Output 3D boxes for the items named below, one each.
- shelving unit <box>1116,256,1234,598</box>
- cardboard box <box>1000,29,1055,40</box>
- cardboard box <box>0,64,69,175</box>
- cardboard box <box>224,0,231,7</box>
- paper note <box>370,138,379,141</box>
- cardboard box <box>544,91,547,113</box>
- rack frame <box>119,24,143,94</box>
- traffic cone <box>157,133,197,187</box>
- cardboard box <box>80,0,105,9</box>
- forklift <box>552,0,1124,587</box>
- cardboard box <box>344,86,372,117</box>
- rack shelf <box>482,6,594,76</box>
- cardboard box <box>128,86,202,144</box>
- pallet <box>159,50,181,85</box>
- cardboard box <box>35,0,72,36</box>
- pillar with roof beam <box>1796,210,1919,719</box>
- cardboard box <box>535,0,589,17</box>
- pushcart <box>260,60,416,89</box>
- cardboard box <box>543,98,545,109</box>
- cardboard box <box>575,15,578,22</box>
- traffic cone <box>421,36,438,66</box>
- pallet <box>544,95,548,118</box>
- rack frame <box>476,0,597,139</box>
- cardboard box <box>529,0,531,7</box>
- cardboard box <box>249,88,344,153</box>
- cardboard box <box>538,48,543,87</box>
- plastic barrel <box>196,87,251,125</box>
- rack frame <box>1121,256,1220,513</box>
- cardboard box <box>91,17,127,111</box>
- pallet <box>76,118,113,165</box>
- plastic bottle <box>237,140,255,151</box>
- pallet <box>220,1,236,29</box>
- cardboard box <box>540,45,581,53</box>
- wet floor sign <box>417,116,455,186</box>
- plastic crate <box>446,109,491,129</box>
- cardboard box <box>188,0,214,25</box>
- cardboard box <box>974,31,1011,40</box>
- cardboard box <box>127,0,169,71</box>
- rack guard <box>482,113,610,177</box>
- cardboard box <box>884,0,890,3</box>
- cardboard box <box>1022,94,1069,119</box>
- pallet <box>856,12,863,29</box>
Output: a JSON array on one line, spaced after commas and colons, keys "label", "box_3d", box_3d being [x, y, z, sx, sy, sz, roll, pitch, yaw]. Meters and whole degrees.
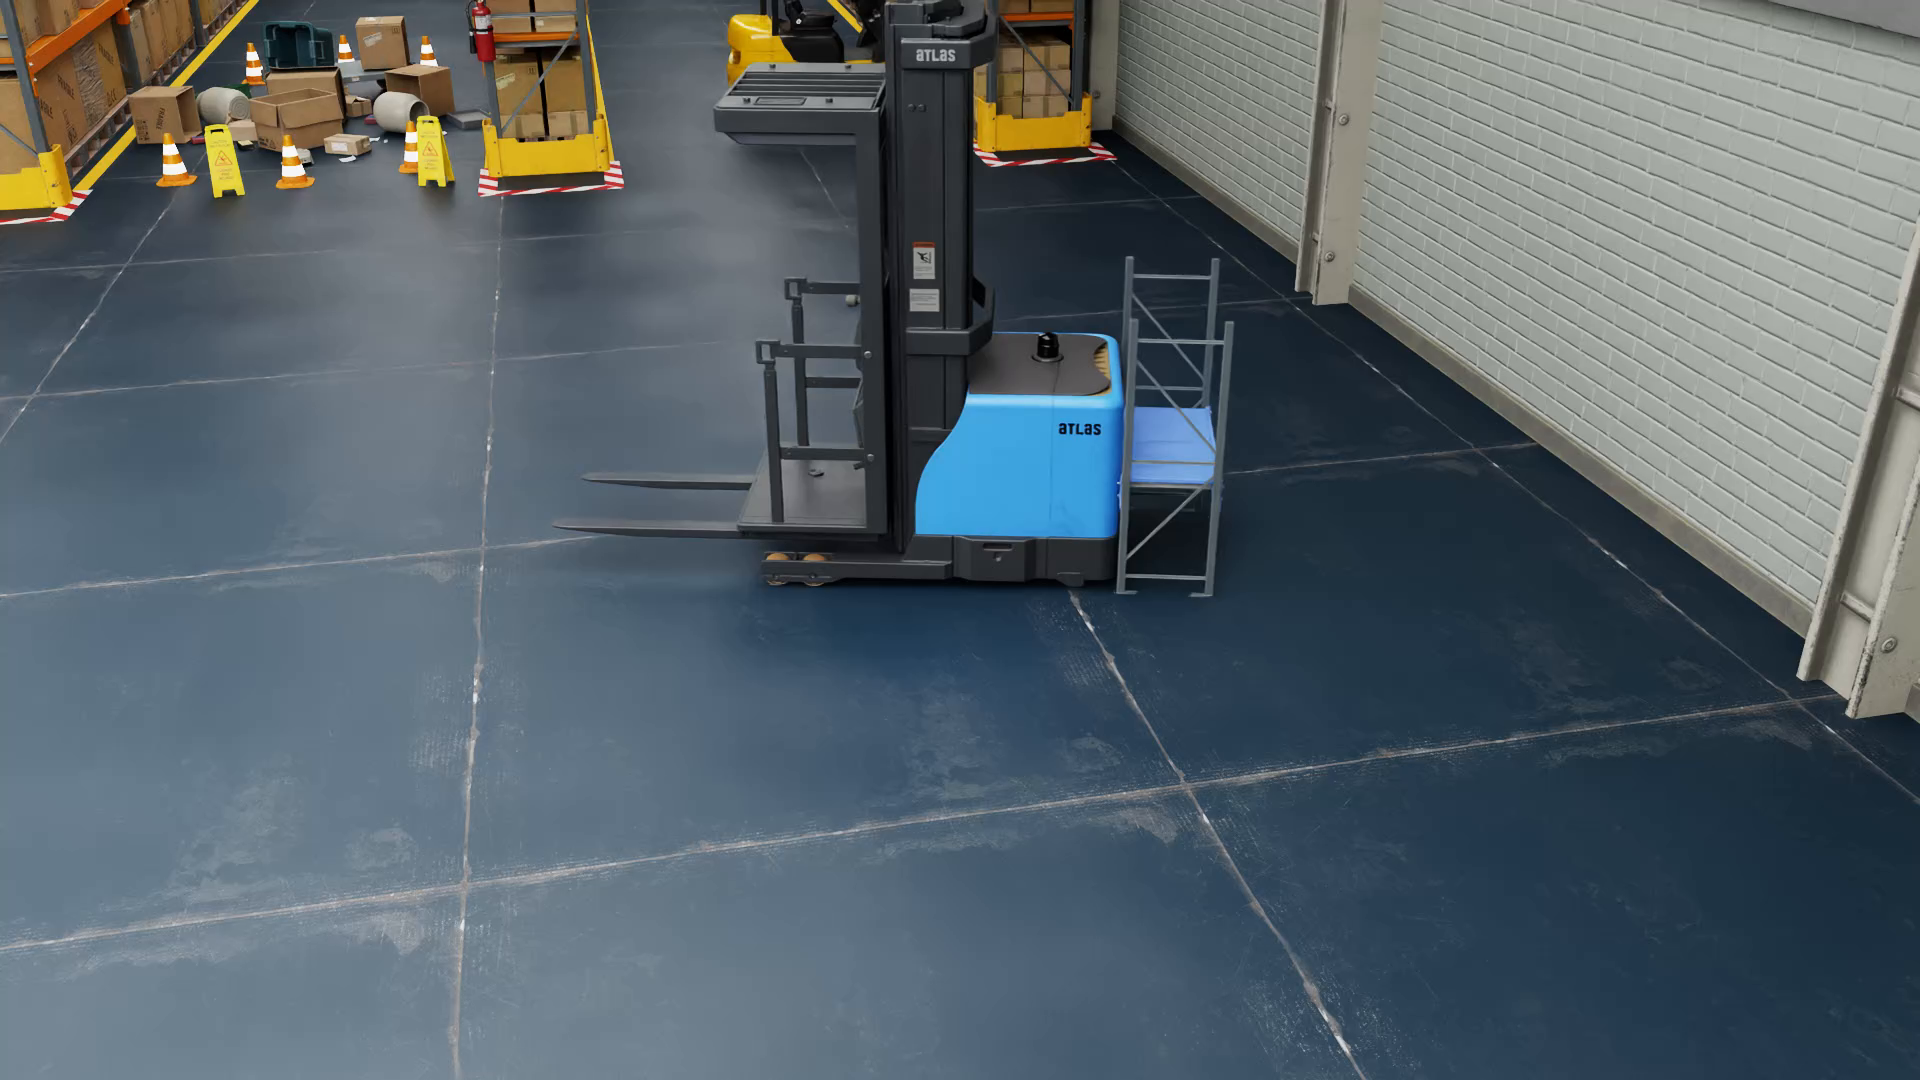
[{"label": "shelving unit", "box_3d": [1.104, -0.613, 8.800, 0.538, 1.500, 1.048, 2, 27, 4]}, {"label": "cardboard box", "box_3d": [0.733, -5.348, 17.992, 0.500, 0.250, 0.500, -6, 27, -12]}, {"label": "cardboard box", "box_3d": [-9.080, -3.969, 15.677, 0.875, 0.875, 0.875, -6, 27, -11]}, {"label": "cardboard box", "box_3d": [-10.928, -8.029, 24.136, 0.500, 0.500, 0.500, -7, 28, -13]}, {"label": "paper note", "box_3d": [-6.260, -4.257, 17.663, 0.148, 0.019, 0.142, 3, 27, 6]}, {"label": "cardboard box", "box_3d": [-4.218, -4.792, 18.000, 0.500, 0.250, 0.500, -4, 27, -8]}, {"label": "rack frame", "box_3d": [-9.764, -6.195, 18.196, 1.000, 3.000, 0.127, -6, 27, -12]}, {"label": "traffic cone", "box_3d": [-7.599, -3.684, 16.036, 0.336, 0.463, 0.334, -6, 27, -12]}, {"label": "cardboard box", "box_3d": [-9.523, -5.863, 17.370, 0.875, 0.550, 0.550, -6, 27, -12]}, {"label": "forklift", "box_3d": [-0.657, -1.301, 8.574, 3.031, 2.935, 1.130, 1, 27, 3]}, {"label": "cardboard box", "box_3d": [-6.871, -4.946, 18.755, 0.396, 0.266, 0.258, 19, 32, 32]}, {"label": "rack shelf", "box_3d": [-4.513, -5.543, 17.702, 1.077, 0.370, 4.000, -6, 27, -12]}, {"label": "cardboard box", "box_3d": [-8.414, -4.503, 17.615, 0.500, 0.500, 0.500, -1, 27, -3]}, {"label": "pallet", "box_3d": [-10.290, -5.818, 20.543, 1.003, 0.211, 1.213, -6, 27, -12]}, {"label": "cardboard box", "box_3d": [-9.139, -5.163, 15.983, 0.875, 0.550, 0.550, -6, 27, -12]}, {"label": "pillar with roof beam", "box_3d": [0.004, -2.862, 4.934, 9.100, 9.000, 0.400, -6, 27, -12]}, {"label": "cardboard box", "box_3d": [-3.899, -5.400, 16.179, 0.500, 0.500, 0.500, -6, 27, -12]}, {"label": "pushcart", "box_3d": [-7.174, -5.318, 19.368, 1.648, 0.377, 0.936, -16, 31, -29]}, {"label": "cardboard box", "box_3d": [-4.739, -4.731, 17.881, 0.500, 0.250, 0.500, -7, 28, -13]}, {"label": "cardboard box", "box_3d": [-3.989, -5.279, 16.658, 0.380, 0.149, 0.250, -7, 28, -13]}, {"label": "traffic cone", "box_3d": [-6.607, -6.012, 20.648, 0.336, 0.463, 0.334, -6, 27, -12]}, {"label": "pallet", "box_3d": [-4.500, -4.670, 18.268, 1.003, 0.211, 1.213, -6, 27, -12]}, {"label": "rack frame", "box_3d": [-4.062, -4.987, 15.800, 1.000, 3.000, 0.127, -6, 27, -12]}, {"label": "cardboard box", "box_3d": [-4.562, -5.595, 16.564, 0.500, 0.500, 0.500, -6, 27, -11]}, {"label": "cardboard box", "box_3d": [-6.925, -4.386, 17.381, 0.637, 0.503, 0.797, 19, 32, 32]}, {"label": "cardboard box", "box_3d": [-4.725, -5.057, 17.694, 0.500, 0.500, 0.500, -7, 28, -13]}, {"label": "plastic barrel", "box_3d": [-8.014, -4.703, 18.098, 0.512, 0.421, 0.421, 13, 30, 24]}, {"label": "rack frame", "box_3d": [1.141, -0.842, 9.253, 0.500, 1.500, 0.032, 2, 27, 4]}, {"label": "cardboard box", "box_3d": [-9.690, -5.151, 18.019, 0.875, 0.875, 0.875, -6, 27, -11]}, {"label": "pallet", "box_3d": [-9.390, -4.072, 17.084, 1.003, 0.211, 1.213, -6, 27, -12]}, {"label": "plastic bottle", "box_3d": [-7.462, -4.122, 17.349, 0.133, 0.061, 0.283, -16, 31, -29]}, {"label": "pallet", "box_3d": [-11.111, -7.584, 24.042, 1.003, 0.211, 1.213, -6, 27, -12]}, {"label": "cardboard box", "box_3d": [-4.103, -4.903, 17.388, 0.500, 0.500, 0.500, -7, 28, -14]}, {"label": "wet floor sign", "box_3d": [-5.062, -3.743, 15.950, 0.267, 0.644, 0.232, 3, 27, 6]}, {"label": "plastic crate", "box_3d": [-5.409, -4.667, 18.407, 0.402, 0.080, 0.583, -16, 31, -29]}, {"label": "cardboard box", "box_3d": [-10.576, -7.359, 22.810, 0.500, 0.500, 0.500, -7, 28, -14]}, {"label": "cardboard box", "box_3d": [0.244, -5.293, 17.883, 0.500, 0.250, 0.500, -5, 27, -11]}, {"label": "cardboard box", "box_3d": [-10.205, -6.066, 19.970, 1.050, 0.750, 0.750, -6, 27, -12]}, {"label": "rack guard", "box_3d": [-4.080, -3.904, 16.430, 1.175, 0.500, 0.348, -6, 27, -12]}, {"label": "cardboard box", "box_3d": [-0.596, -7.275, 22.503, 0.875, 0.625, 0.625, -7, 28, -14]}, {"label": "cardboard box", "box_3d": [0.853, -4.688, 17.794, 0.500, 0.250, 0.500, -6, 27, -11]}, {"label": "pallet", "box_3d": [-0.883, -7.394, 23.665, 1.003, 0.211, 1.213, -6, 27, -12]}]
